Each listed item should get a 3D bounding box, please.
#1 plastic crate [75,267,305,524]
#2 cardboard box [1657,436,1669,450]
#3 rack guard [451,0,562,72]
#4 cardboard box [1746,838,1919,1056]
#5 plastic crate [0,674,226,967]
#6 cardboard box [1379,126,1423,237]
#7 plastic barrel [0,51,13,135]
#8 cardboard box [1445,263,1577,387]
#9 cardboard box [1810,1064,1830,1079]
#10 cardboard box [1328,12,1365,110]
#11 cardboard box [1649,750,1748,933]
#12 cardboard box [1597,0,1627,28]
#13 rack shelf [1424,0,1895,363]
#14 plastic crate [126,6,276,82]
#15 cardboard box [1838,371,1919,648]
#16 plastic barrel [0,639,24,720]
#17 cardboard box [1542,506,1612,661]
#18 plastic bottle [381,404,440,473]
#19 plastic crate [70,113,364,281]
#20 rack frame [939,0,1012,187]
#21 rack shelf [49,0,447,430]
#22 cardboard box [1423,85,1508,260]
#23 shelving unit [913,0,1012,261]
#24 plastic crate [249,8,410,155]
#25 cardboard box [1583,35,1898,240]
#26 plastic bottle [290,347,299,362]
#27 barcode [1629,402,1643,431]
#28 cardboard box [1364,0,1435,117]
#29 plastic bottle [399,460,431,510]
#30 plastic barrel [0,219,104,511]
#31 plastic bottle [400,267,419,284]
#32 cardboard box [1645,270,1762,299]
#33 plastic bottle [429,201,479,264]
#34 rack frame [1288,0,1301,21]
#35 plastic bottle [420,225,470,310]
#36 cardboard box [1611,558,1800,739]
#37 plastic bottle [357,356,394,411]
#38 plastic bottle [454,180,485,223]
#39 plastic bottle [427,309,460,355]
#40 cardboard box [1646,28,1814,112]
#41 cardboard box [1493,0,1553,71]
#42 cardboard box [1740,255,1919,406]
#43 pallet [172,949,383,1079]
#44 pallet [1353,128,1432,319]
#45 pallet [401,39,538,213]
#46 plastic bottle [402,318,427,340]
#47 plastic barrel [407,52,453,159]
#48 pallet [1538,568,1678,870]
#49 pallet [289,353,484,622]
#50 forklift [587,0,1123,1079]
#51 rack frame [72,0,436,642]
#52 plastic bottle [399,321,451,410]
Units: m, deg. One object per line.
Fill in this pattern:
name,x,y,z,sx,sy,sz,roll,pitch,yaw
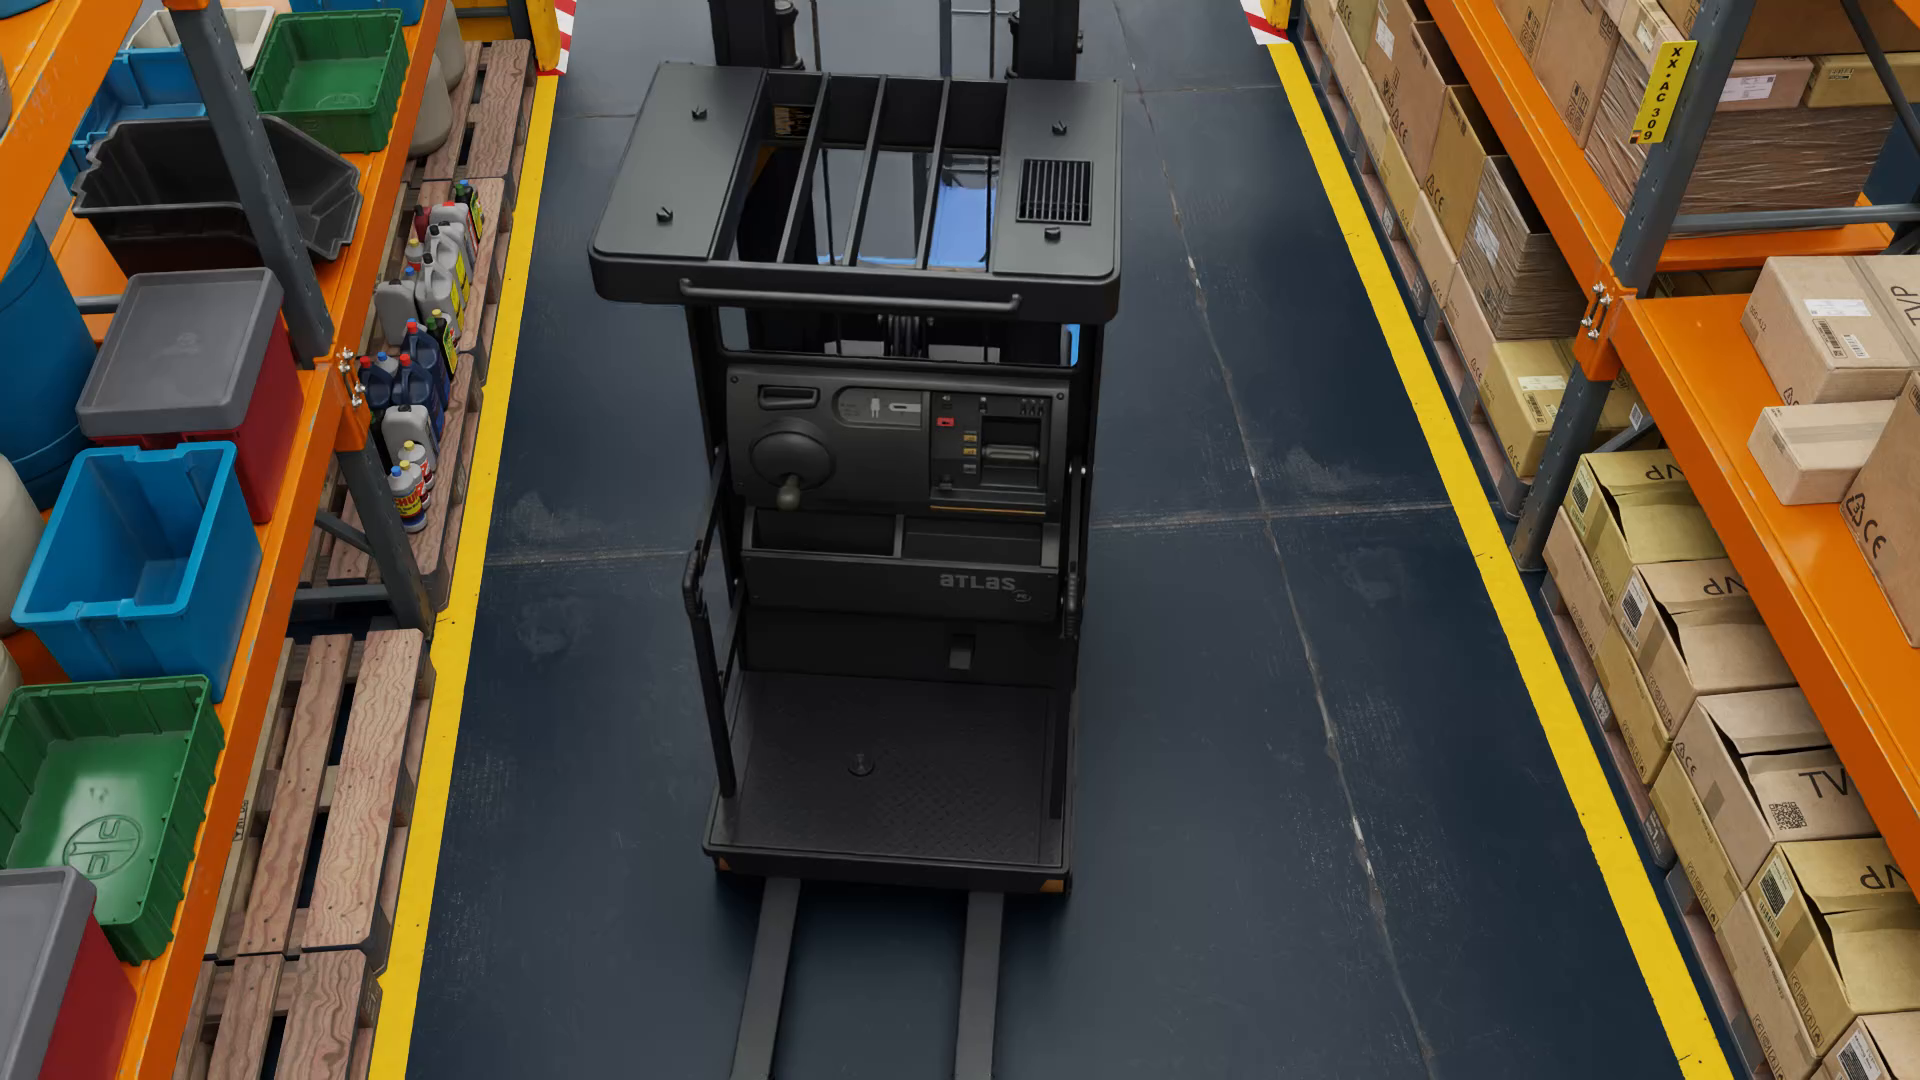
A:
plastic crate,-2.037,-0.374,4.495,0.402,0.464,0.583,-3,47,-3
cardboard box,2.817,-0.535,6.296,0.500,0.250,0.500,-3,47,-3
rack guard,-2.664,-2.667,8.431,1.175,0.500,0.348,-3,47,-3
cardboard box,2.470,1.052,4.406,0.500,0.311,0.500,-2,47,-2
plastic crate,-1.955,0.632,3.732,0.450,0.188,0.662,-3,47,-3
cardboard box,2.166,-1.589,7.293,0.500,0.250,0.500,-3,47,-3
plastic barrel,-2.069,-1.060,2.777,0.600,0.901,0.600,0,47,0
cardboard box,2.265,-0.866,6.609,0.500,0.250,0.500,-3,47,-3
cardboard box,2.516,1.610,4.264,0.500,0.250,0.500,-3,47,-2
cardboard box,2.088,-2.312,7.979,0.500,0.250,0.500,-3,47,-3
cardboard box,2.428,0.870,4.965,0.500,0.250,0.500,-5,47,-5
cardboard box,2.274,-1.792,5.366,0.380,0.149,0.250,-5,47,-4
rack shelf,2.386,-2.182,6.746,1.077,0.370,4.000,-3,47,-3
plastic crate,-2.771,-1.753,6.026,0.530,0.136,0.437,-3,47,-3
cardboard box,2.646,-0.079,4.190,0.500,0.500,0.500,0,47,0
plastic barrel,-2.425,0.330,3.966,0.301,0.262,0.301,0,47,0
cardboard box,2.341,0.125,5.670,0.500,0.250,0.500,-5,47,-4
plastic bottle,-2.027,-0.388,6.125,0.152,0.276,0.135,-2,47,-2
plastic crate,-2.300,-1.049,5.221,0.767,0.338,0.504,-3,47,-3
rack frame,0.175,-1.509,6.646,0.500,1.500,0.032,3,47,3
rack shelf,-2.550,-1.884,6.464,1.077,0.370,4.000,-3,47,-3
cardboard box,2.221,-1.486,6.679,0.500,0.500,0.500,-3,47,-3
shelving unit,0.135,-1.141,6.298,0.538,1.500,1.048,3,47,3
plastic crate,-2.215,-1.611,5.855,0.450,0.188,0.662,-3,47,-3
cardboard box,2.510,-1.338,5.382,0.700,0.500,0.500,-5,47,-4
plastic bottle,-2.670,-0.847,6.554,0.061,0.283,0.133,-3,47,-3
barcode,2.160,-0.394,5.315,0.001,0.075,0.075,-3,47,-3
cardboard box,2.141,-2.209,7.364,0.500,0.500,0.500,-3,47,-3
plastic bottle,-1.981,-0.204,6.001,0.097,0.201,0.097,0,47,0
plastic barrel,-2.652,-0.559,4.368,0.600,0.901,0.708,-3,47,-3
plastic bottle,-2.220,-1.022,6.776,0.097,0.201,0.097,0,47,0
cardboard box,2.827,-0.794,6.024,0.500,0.500,0.500,-3,47,-3
plastic bottle,-2.133,-1.307,6.995,0.152,0.276,0.135,-3,47,-3
rack frame,2.219,-3.877,7.855,1.000,3.000,0.127,-3,47,-3
plastic bottle,-2.104,-1.113,6.759,0.144,0.351,0.185,-2,47,-2
cardboard box,2.377,0.302,5.116,0.500,0.311,0.500,-4,47,-4
plastic bottle,-2.180,-0.525,6.203,0.144,0.351,0.185,-3,47,-3
plastic bottle,-2.127,-1.465,7.196,0.097,0.201,0.097,0,47,0
plastic bottle,-2.053,-0.825,6.590,0.097,0.201,0.097,0,47,0
cardboard box,2.318,-1.424,5.017,0.380,0.149,0.250,-4,47,-3
cardboard box,2.422,-2.082,6.087,0.700,0.500,0.500,-3,47,-3
cardboard box,2.639,-0.577,4.834,0.500,0.250,0.500,-1,47,-1
pallet,-2.173,1.725,4.471,1.003,0.211,1.213,-3,47,-3
pallet,2.424,-1.486,7.512,1.003,0.211,1.213,-3,47,-3
pallet,-2.601,-1.979,7.979,1.003,0.211,1.213,-3,47,-3
plastic bottle,-2.102,-0.747,6.468,0.097,0.271,0.097,0,47,0
plastic barrel,-2.544,-2.033,7.534,0.421,0.512,0.421,0,47,0
pallet,2.654,0.507,5.624,1.003,0.211,1.213,-3,47,-3
pallet,-2.397,-0.214,6.307,1.003,0.211,1.213,-3,47,-3
forklift,-0.187,-0.166,4.388,1.130,2.935,3.031,3,47,3
rack frame,-2.382,-0.684,4.832,1.000,3.000,0.127,-3,47,-3
plastic bottle,-2.052,-0.670,6.340,0.144,0.351,0.185,-5,47,-5
